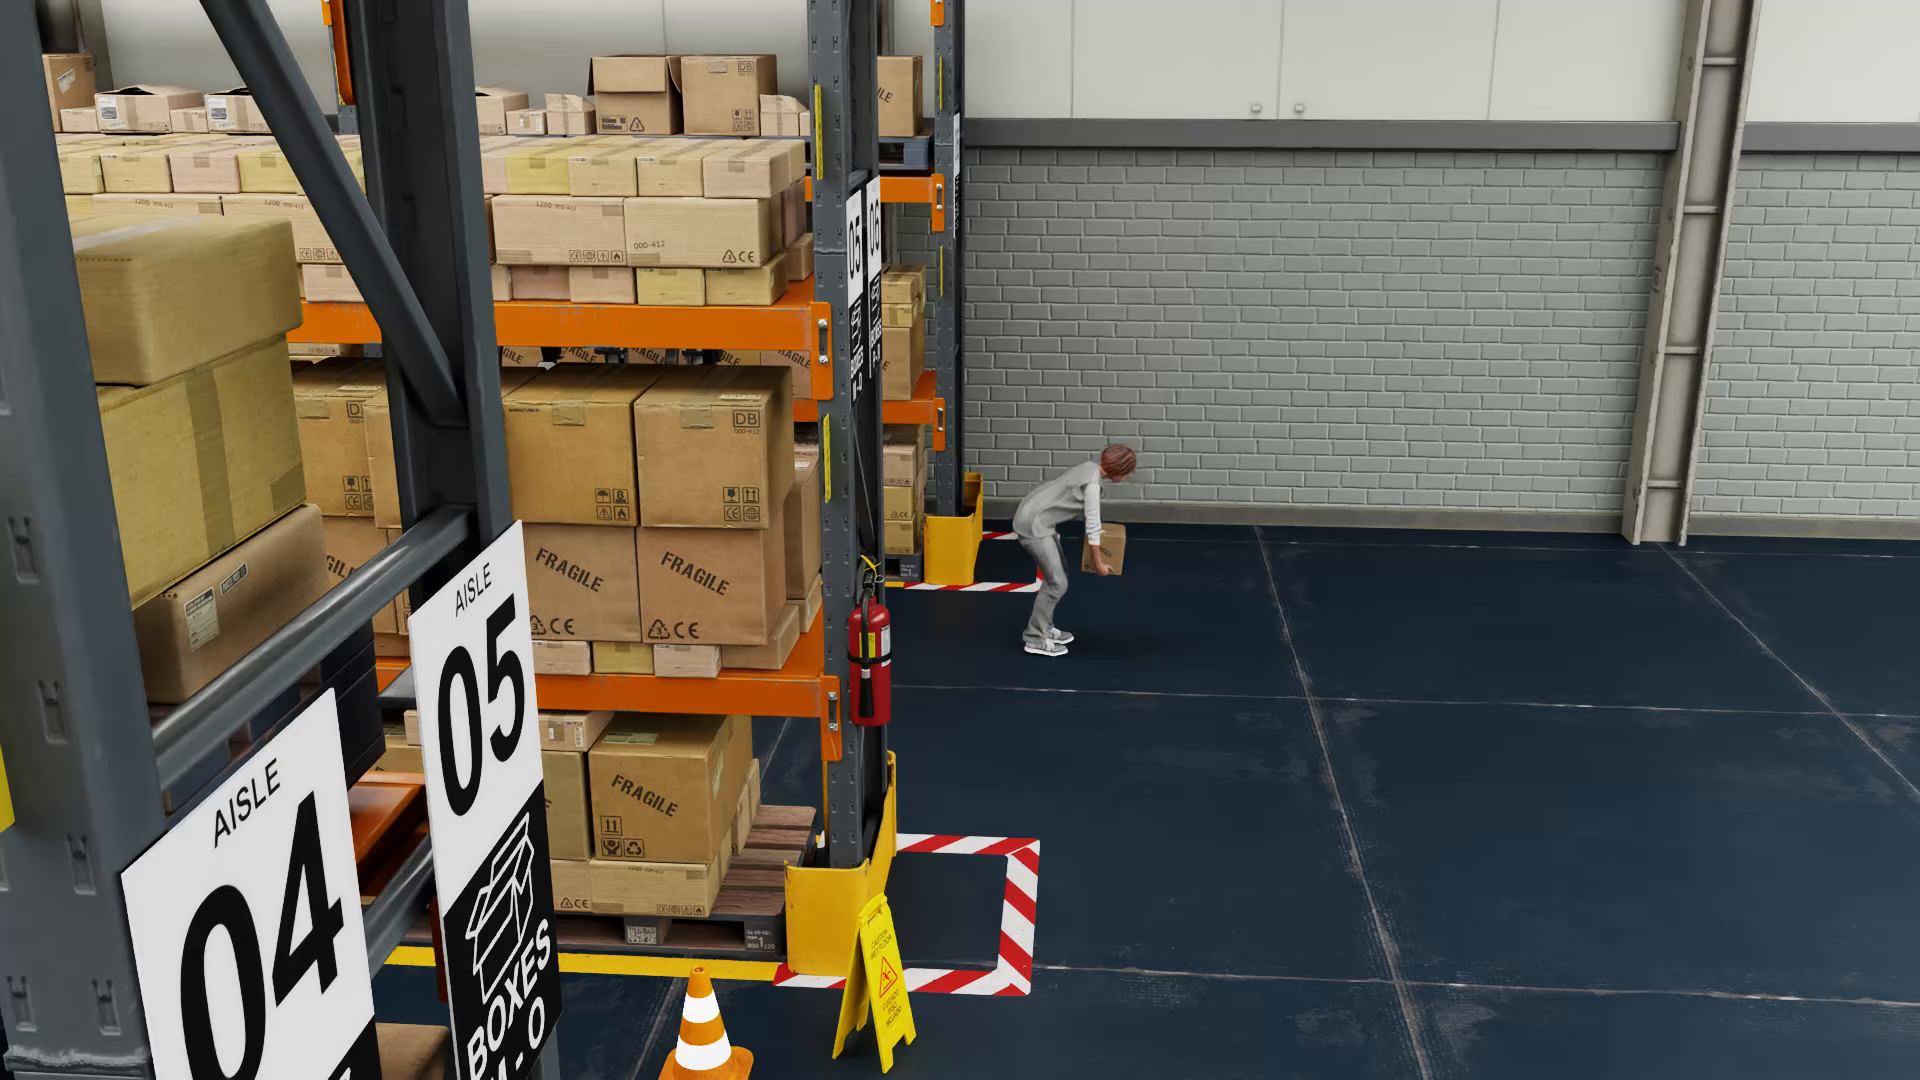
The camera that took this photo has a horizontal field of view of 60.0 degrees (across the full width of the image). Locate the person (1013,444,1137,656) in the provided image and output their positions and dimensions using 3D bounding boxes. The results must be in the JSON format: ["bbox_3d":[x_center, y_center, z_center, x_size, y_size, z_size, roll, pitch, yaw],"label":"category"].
[{"bbox_3d":[0.704,0.053,10.343,0.757,1.332,0.382,1,18,3],"label":"person"}]
